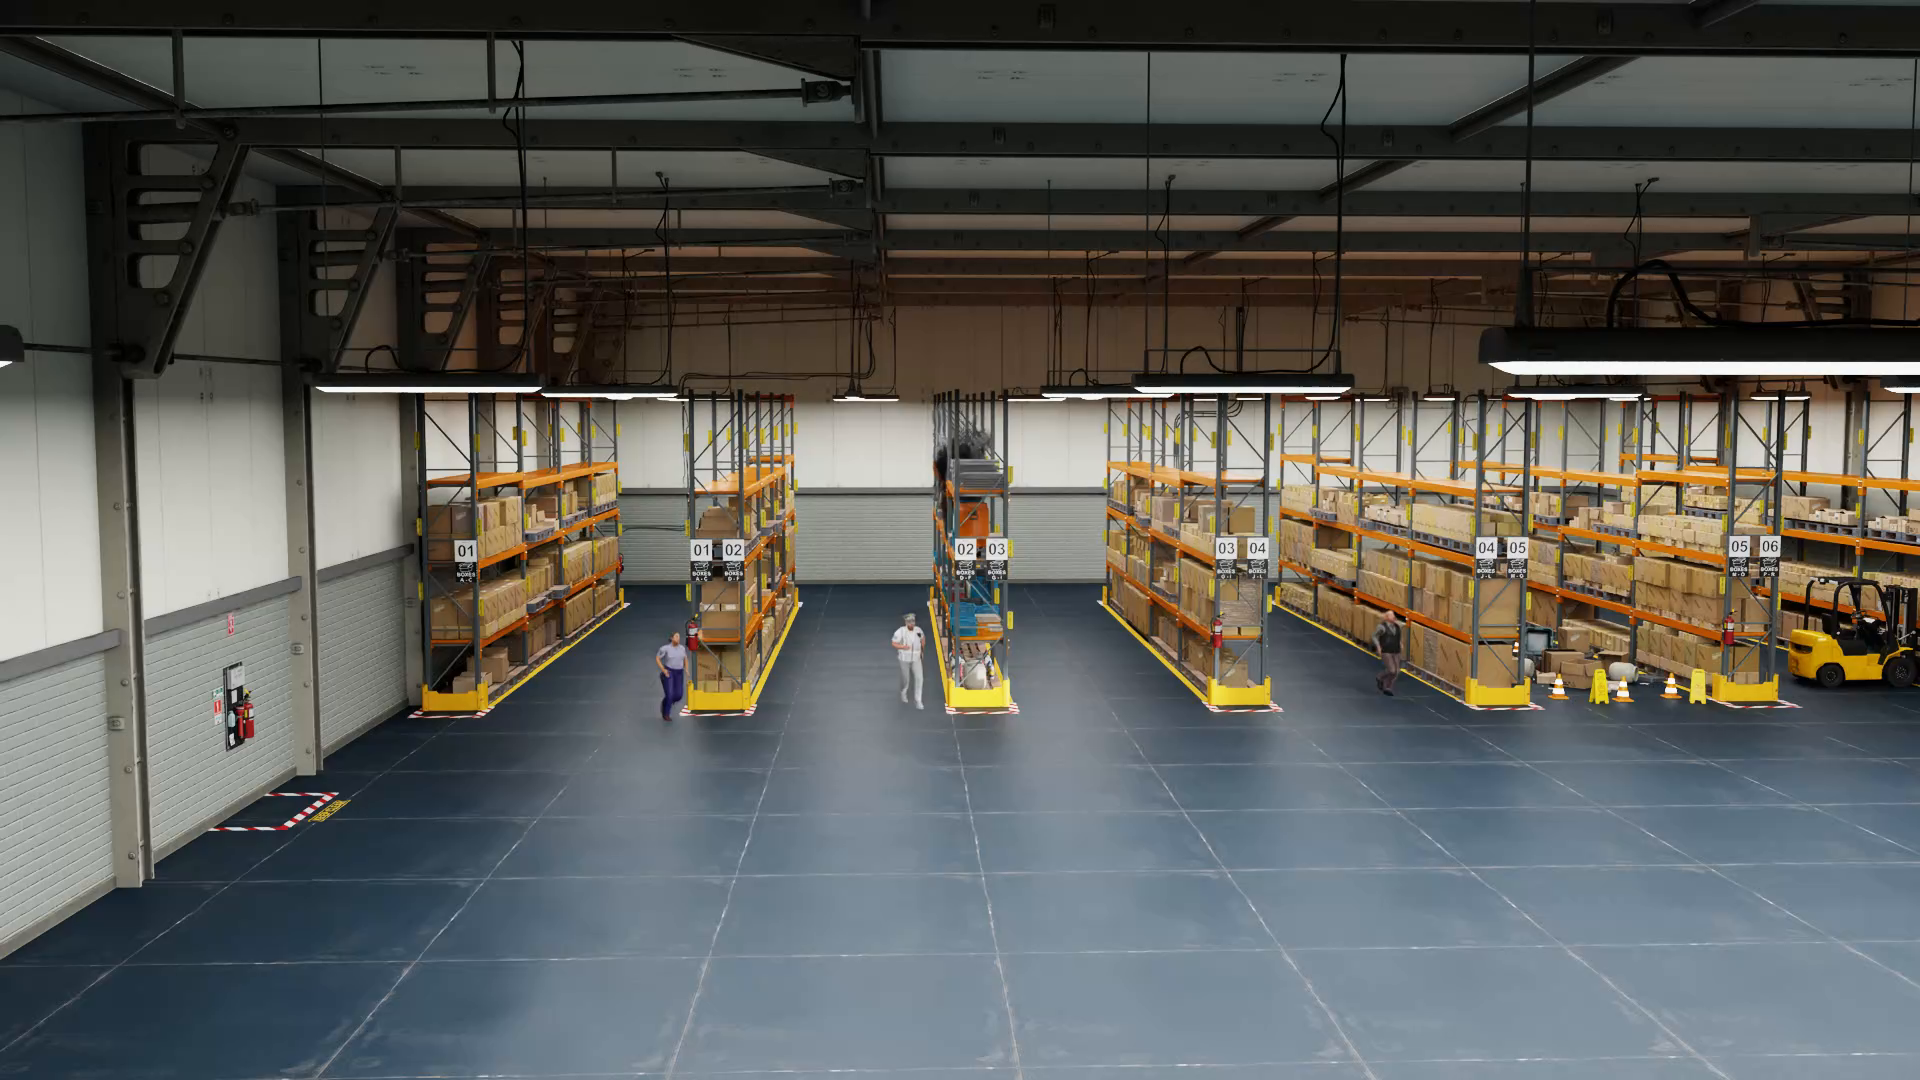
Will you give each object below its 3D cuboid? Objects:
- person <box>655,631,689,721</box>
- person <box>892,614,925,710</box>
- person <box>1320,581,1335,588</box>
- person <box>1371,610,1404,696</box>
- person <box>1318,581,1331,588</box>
[{"bbox_3d":[-5.232,2.467,30.296,0.668,1.603,0.532,-4,6,-39],"label":"person"},{"bbox_3d":[-0.961,2.277,31.531,0.690,1.812,0.941,-1,5,-15],"label":"person"},{"bbox_3d":[10.705,0.919,48.525,0.727,1.688,0.931,-4,6,-37],"label":"person"},{"bbox_3d":[8.452,2.226,32.624,0.652,1.676,0.569,-2,5,-20],"label":"person"},{"bbox_3d":[10.812,0.963,48.942,0.594,1.579,0.535,0,5,0],"label":"person"}]
